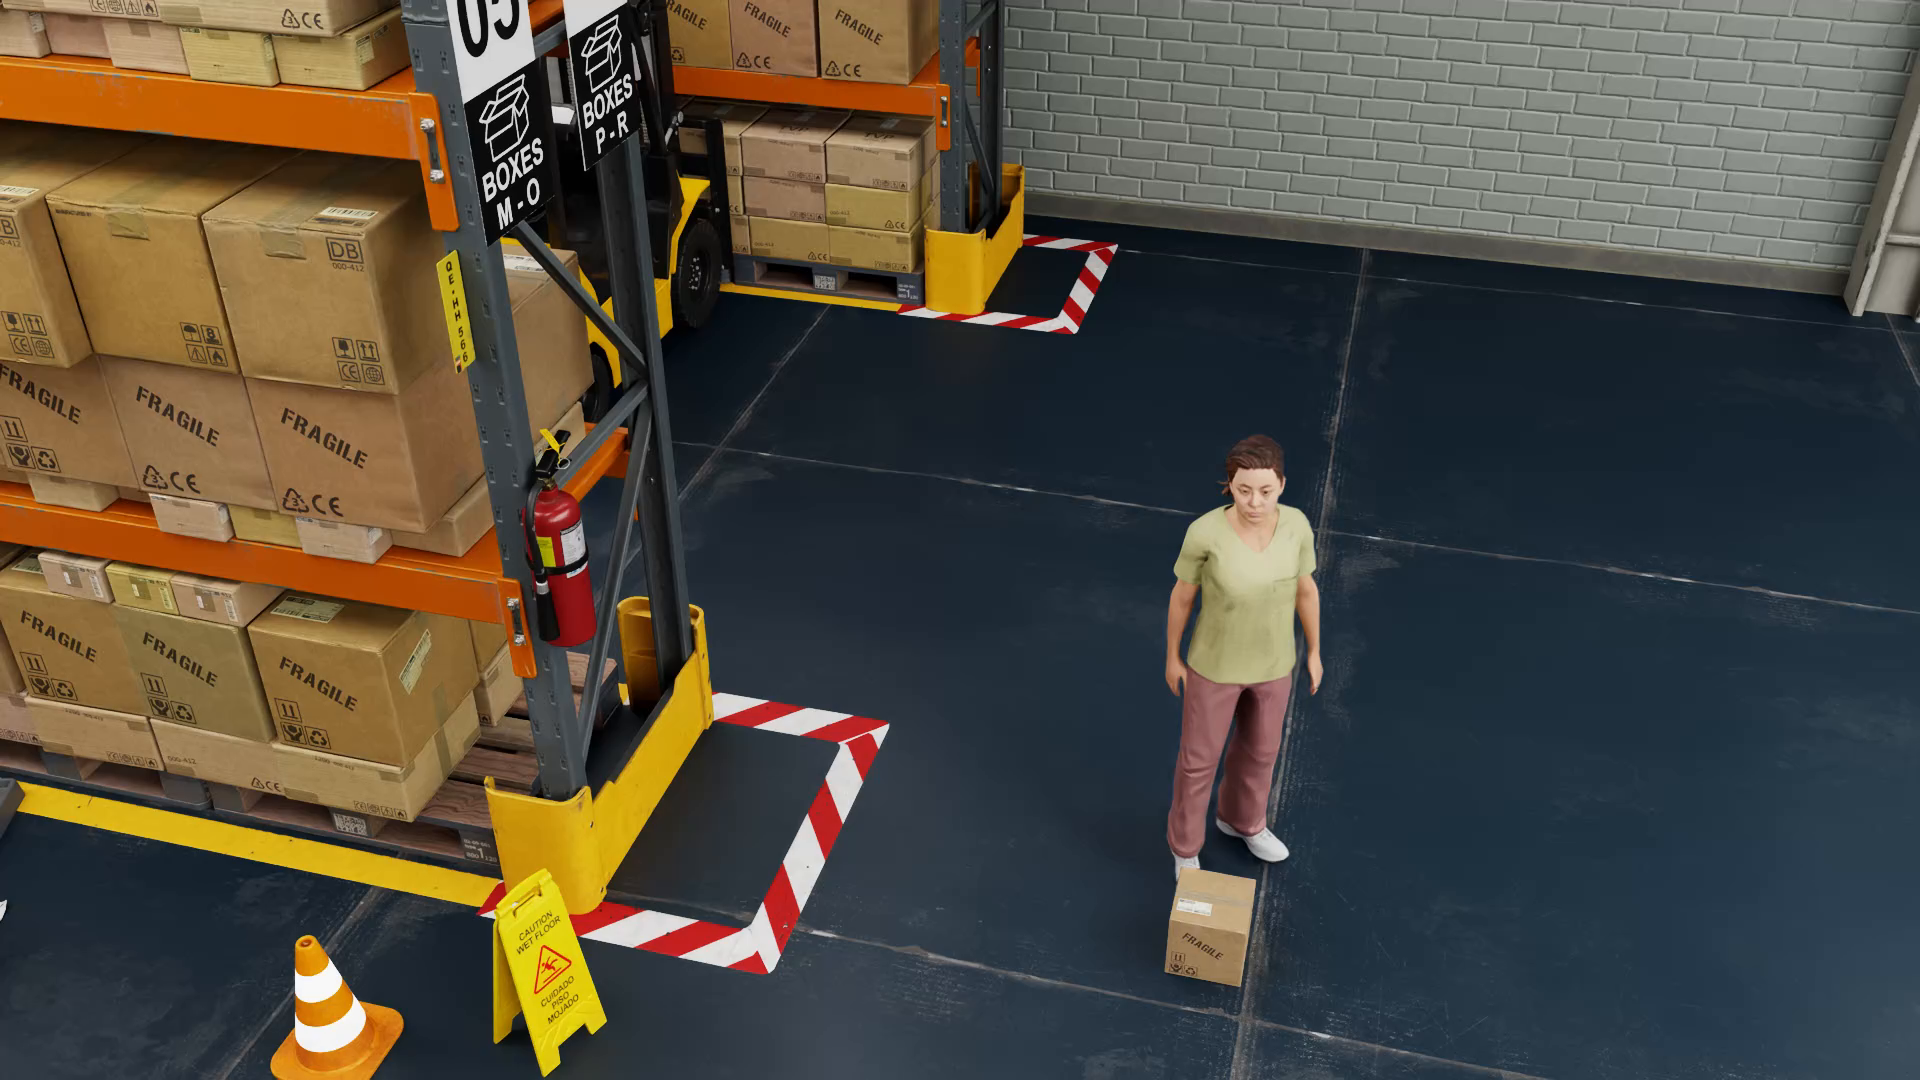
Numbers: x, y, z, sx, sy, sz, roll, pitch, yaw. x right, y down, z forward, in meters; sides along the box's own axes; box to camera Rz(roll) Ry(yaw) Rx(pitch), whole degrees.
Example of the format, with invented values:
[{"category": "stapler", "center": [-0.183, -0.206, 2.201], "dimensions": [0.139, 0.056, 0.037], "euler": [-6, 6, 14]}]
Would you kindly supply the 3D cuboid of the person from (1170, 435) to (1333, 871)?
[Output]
[{"category": "person", "center": [0.965, 0.431, 5.482], "dimensions": [0.520, 1.706, 0.388], "euler": [-4, 33, -6]}]
